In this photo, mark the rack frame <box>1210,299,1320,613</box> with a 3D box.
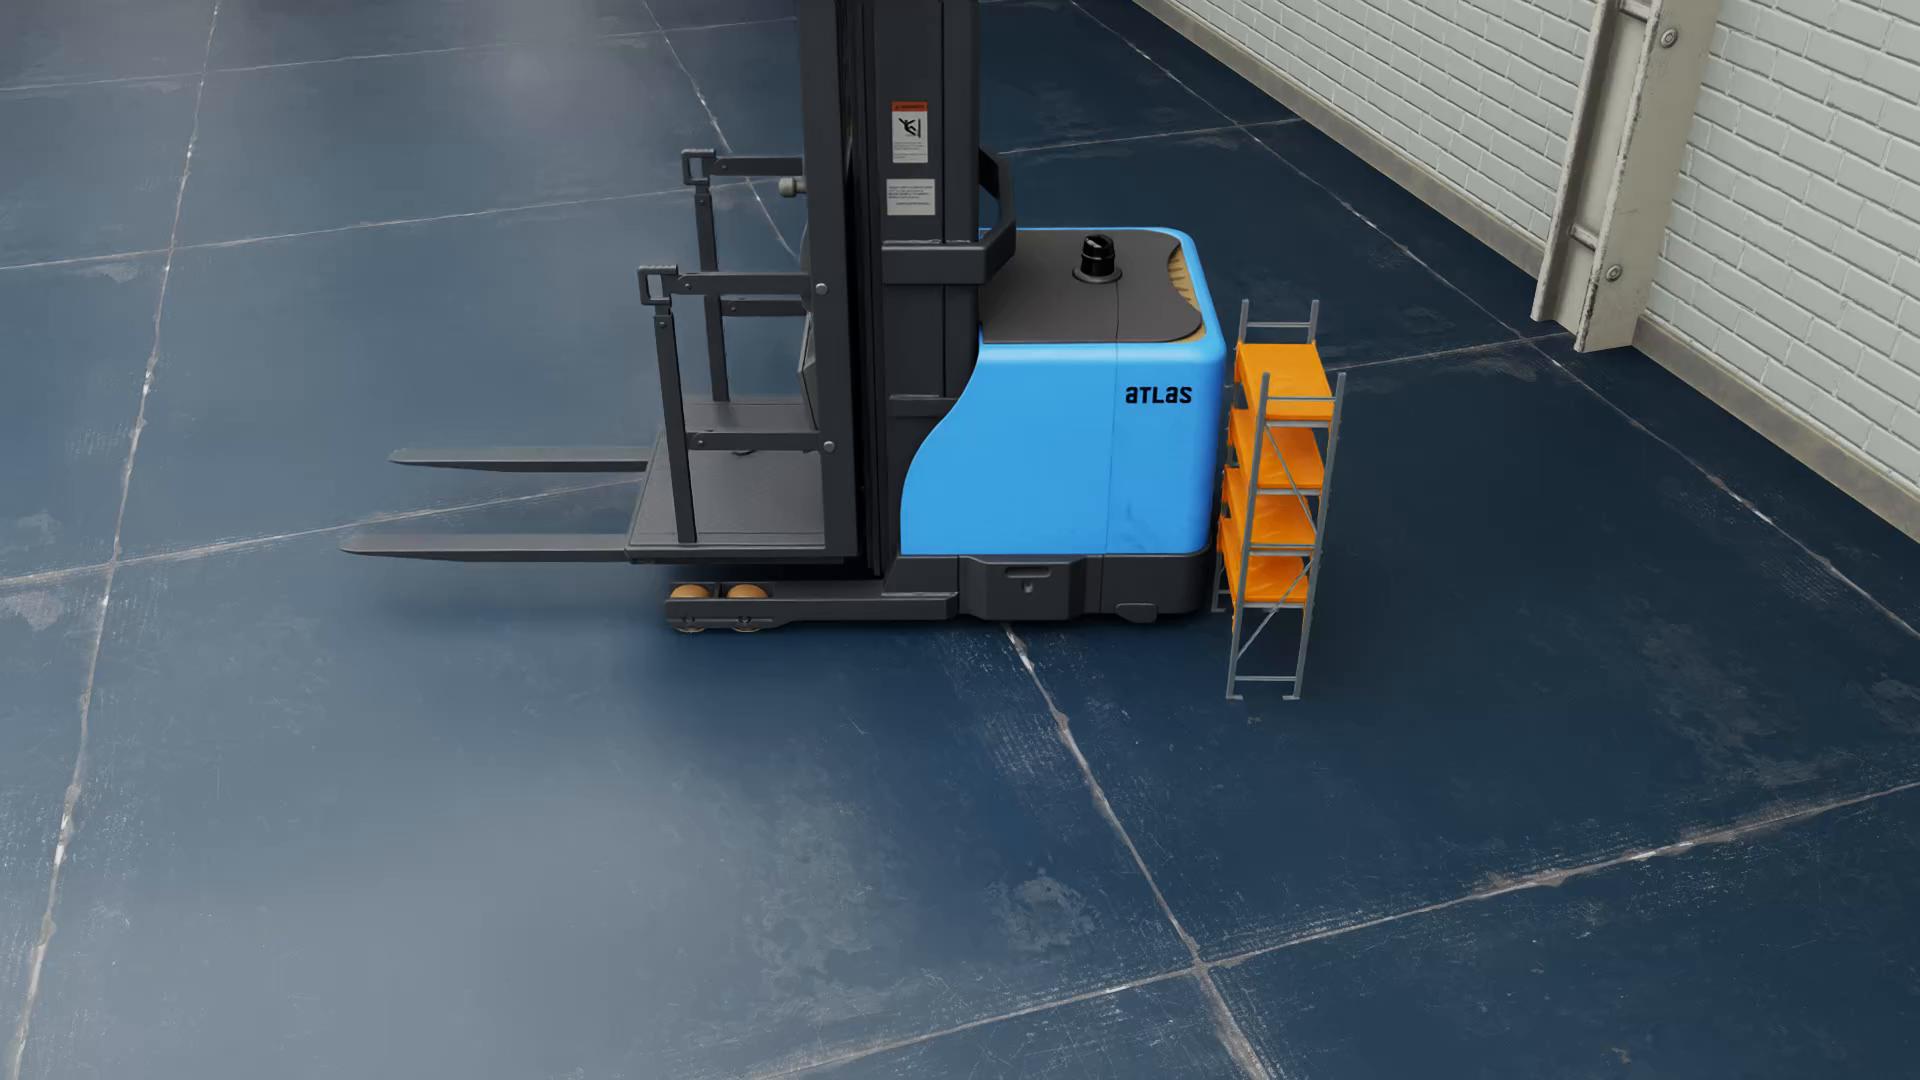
[{"bbox_3d":[1.005,-0.250,5.539,0.240,1.200,0.015,1,33,1],"label":"rack frame"}]

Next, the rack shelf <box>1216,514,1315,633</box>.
[{"bbox_3d":[1.000,0.107,5.482,0.258,0.148,0.480,1,33,1],"label":"rack shelf"}]

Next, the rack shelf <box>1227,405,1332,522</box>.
[{"bbox_3d":[1.000,-0.246,5.250,0.258,0.148,0.480,1,33,1],"label":"rack shelf"}]

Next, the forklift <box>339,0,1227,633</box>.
[{"bbox_3d":[-0.655,-1.194,5.398,3.031,2.935,1.130,0,33,0],"label":"forklift"}]

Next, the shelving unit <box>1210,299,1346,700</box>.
[{"bbox_3d":[1.000,-0.115,5.336,0.258,1.200,0.503,1,33,1],"label":"shelving unit"}]

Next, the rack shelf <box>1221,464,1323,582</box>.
[{"bbox_3d":[1.000,-0.059,5.373,0.258,0.148,0.480,1,33,1],"label":"rack shelf"}]

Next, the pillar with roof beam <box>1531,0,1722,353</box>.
[{"bbox_3d":[-1.205,-4.007,4.152,9.100,9.000,0.400,-10,35,-15],"label":"pillar with roof beam"}]

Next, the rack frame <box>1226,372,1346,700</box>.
[{"bbox_3d":[0.994,0.019,5.132,0.240,1.200,0.015,1,33,1],"label":"rack frame"}]

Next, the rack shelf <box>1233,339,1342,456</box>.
[{"bbox_3d":[1.000,-0.443,5.119,0.258,0.148,0.480,1,33,1],"label":"rack shelf"}]
